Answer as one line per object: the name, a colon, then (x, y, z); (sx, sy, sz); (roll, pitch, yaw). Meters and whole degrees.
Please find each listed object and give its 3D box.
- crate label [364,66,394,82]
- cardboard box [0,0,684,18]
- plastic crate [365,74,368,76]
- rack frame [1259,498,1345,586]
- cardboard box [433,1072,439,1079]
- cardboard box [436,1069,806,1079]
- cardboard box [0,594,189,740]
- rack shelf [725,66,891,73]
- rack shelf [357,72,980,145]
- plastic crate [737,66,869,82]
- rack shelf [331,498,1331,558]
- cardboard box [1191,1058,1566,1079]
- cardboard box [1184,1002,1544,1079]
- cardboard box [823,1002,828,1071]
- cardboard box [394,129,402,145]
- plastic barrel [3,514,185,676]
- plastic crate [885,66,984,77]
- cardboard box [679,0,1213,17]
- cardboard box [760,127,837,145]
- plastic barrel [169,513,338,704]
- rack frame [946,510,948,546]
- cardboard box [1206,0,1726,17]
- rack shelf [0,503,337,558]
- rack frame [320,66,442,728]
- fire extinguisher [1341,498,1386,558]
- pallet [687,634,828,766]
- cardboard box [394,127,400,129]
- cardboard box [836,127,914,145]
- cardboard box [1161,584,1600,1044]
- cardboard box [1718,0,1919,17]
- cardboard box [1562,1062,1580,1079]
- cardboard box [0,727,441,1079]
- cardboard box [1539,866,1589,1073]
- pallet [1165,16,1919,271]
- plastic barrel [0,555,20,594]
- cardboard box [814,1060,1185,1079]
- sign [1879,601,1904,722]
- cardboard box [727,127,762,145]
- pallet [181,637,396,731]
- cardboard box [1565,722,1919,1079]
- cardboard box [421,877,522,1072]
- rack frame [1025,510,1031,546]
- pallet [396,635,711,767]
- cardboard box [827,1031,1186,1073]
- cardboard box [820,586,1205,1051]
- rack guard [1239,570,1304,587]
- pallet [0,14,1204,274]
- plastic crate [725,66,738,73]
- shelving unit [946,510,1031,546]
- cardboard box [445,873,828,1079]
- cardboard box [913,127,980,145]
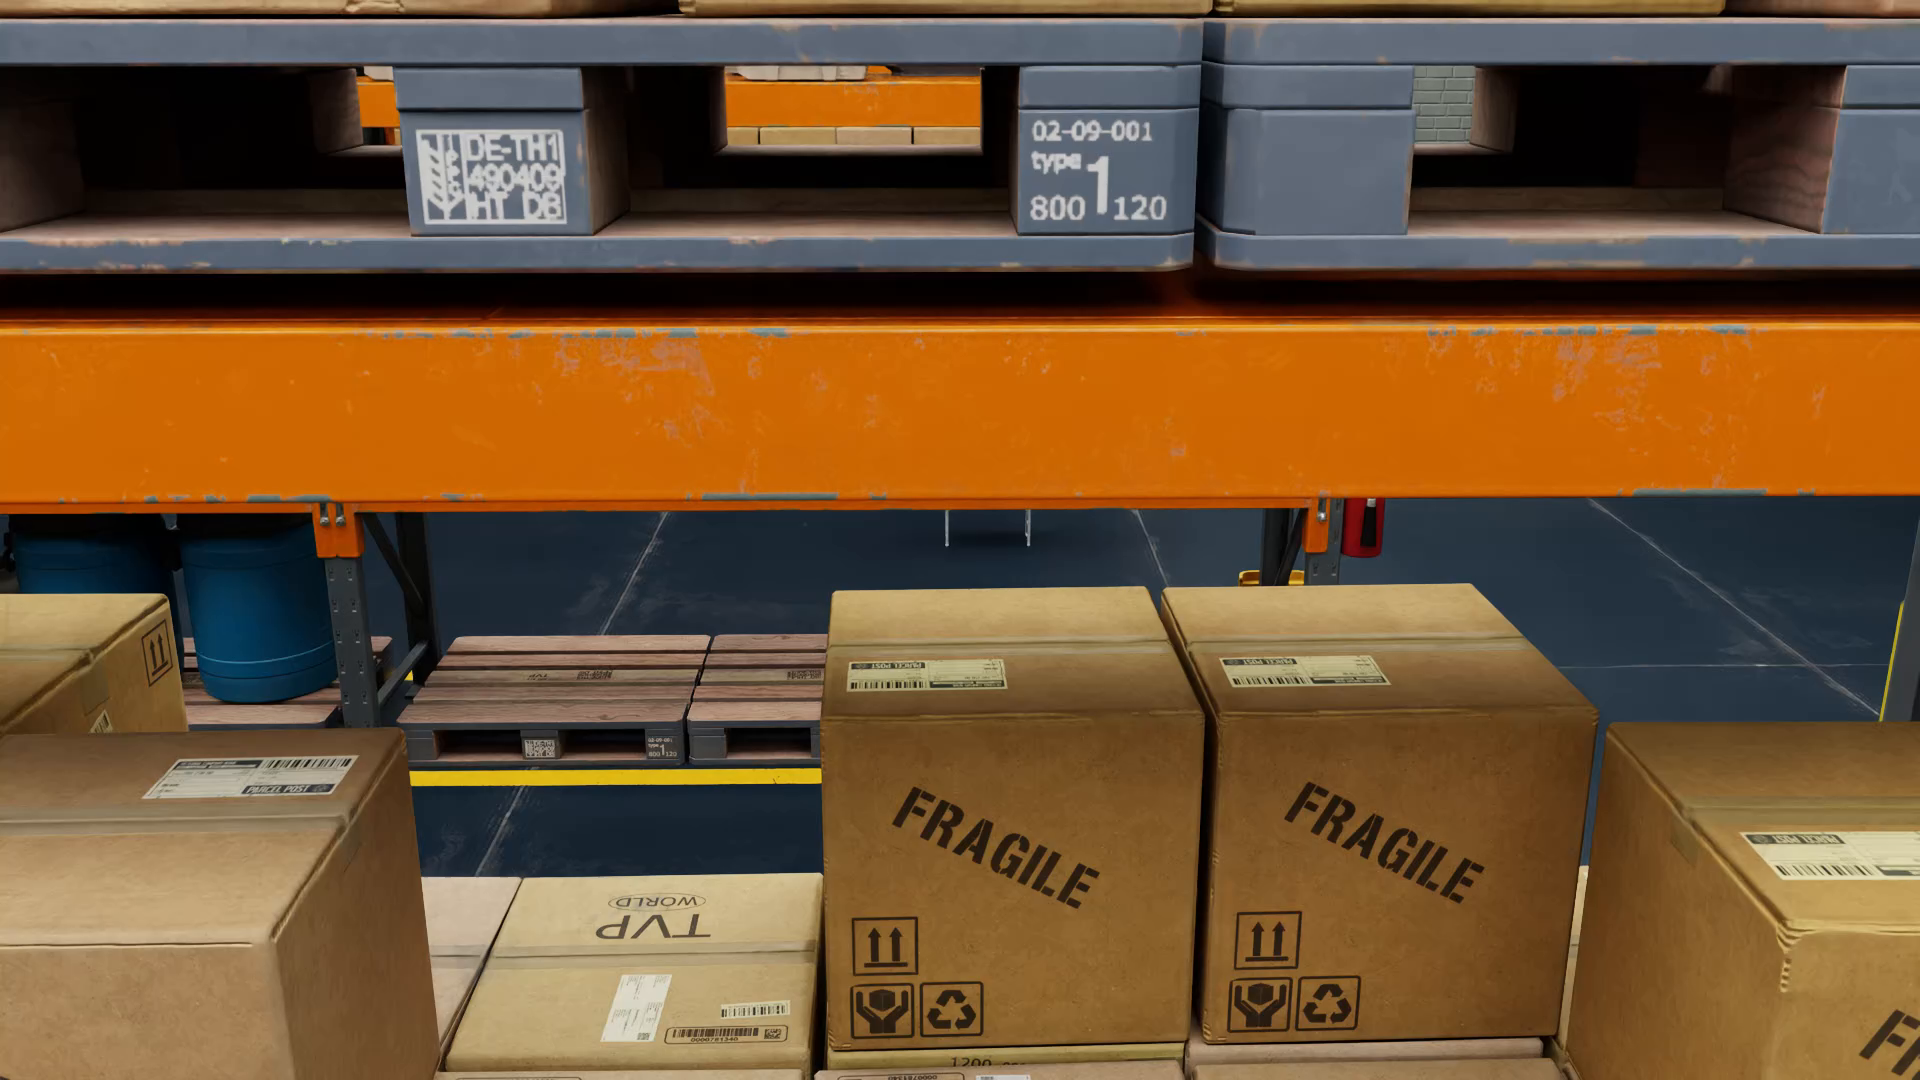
crate label: (-2.023, -1.821, 6.335); (0.466, 0.136, 0.293); (0, 18, -1)
cardboard box: (-0.594, -0.797, 1.697); (0.500, 0.500, 0.700); (1, 18, 2)
plastic crate: (-2.098, -2.026, 6.889); (0.662, 0.188, 0.450); (0, 18, -1)
rack frame: (1.483, -0.623, 7.080); (0.127, 3.000, 1.000); (0, 18, -1)
cardboard box: (-0.949, 0.911, 2.056); (0.500, 0.250, 0.500); (0, 18, 1)
cardboard box: (-0.456, 0.911, 2.056); (0.500, 0.250, 0.500); (0, 18, -1)
cardboard box: (-1.482, 0.396, 2.433); (0.500, 0.500, 0.500); (0, 18, 0)
rack shelf: (-0.592, -3.212, 11.418); (4.000, 0.370, 1.077); (0, 18, -1)
rack shelf: (-0.517, -1.700, 6.702); (4.000, 0.370, 1.077); (0, 18, -1)
plastic crate: (-0.579, -1.840, 6.395); (0.530, 0.136, 0.437); (0, 18, -1)
rack shelf: (-0.517, -0.271, 7.160); (4.000, 0.370, 1.077); (0, 18, -1)
cardboard box: (0.573, 0.905, 2.075); (0.500, 0.250, 0.500); (-1, 18, -2)
cardboard box: (0.557, 0.743, 2.578); (0.500, 0.250, 0.500); (0, 18, -2)
cardboard box: (-0.337, 0.918, 2.688); (0.250, 0.149, 0.380); (-1, 18, -2)
cardboard box: (-5.163, -3.735, 16.098); (0.500, 0.500, 0.500); (0, 18, -1)
plastic barrel: (-3.769, 0.196, 7.274); (0.708, 0.901, 0.600); (0, 18, -1)
plastic crate: (-0.049, -2.099, 6.871); (0.767, 0.338, 0.504); (0, 18, -1)
cardboard box: (-0.039, -0.832, 1.806); (0.500, 0.500, 0.700); (-1, 18, -5)
cardboard box: (-1.086, -2.562, 11.323); (0.500, 0.500, 0.500); (-1, 18, -2)
plastic barrel: (-3.061, 0.192, 7.285); (0.708, 0.901, 0.600); (0, 18, -1)
rack frame: (-0.078, -0.571, 9.863); (0.015, 1.200, 0.240); (0, 18, -1)
cardboard box: (0.477, -0.849, 1.859); (0.500, 0.500, 0.700); (-1, 18, -3)
rack shelf: (-4.517, -0.252, 7.100); (4.000, 0.370, 1.077); (0, 18, -1)
rack frame: (-2.517, -0.604, 7.020); (0.127, 3.000, 1.000); (0, 18, -1)
fire extinguisher: (1.641, -0.271, 6.719); (0.183, 0.674, 0.296); (0, 18, -1)
pallet: (-0.559, 0.701, 7.515); (1.213, 0.211, 1.003); (0, 18, -1)
cardboard box: (-5.177, -4.096, 15.996); (0.500, 0.250, 0.500); (0, 18, 0)
cardboard box: (-0.569, -2.565, 11.332); (0.500, 0.500, 0.500); (0, 18, 1)
cardboard box: (0.577, 0.384, 2.470); (0.500, 0.500, 0.500); (-1, 18, -2)
cardboard box: (1.042, -0.815, 1.753); (0.500, 0.500, 0.700); (-1, 18, -4)
cardboard box: (1.081, 0.902, 2.082); (0.500, 0.250, 0.500); (-1, 18, -2)
cardboard box: (-0.943, 0.553, 1.944); (0.500, 0.500, 0.500); (-1, 18, -3)
cardboard box: (1.077, 0.739, 2.592); (0.500, 0.250, 0.500); (-1, 18, -2)
pallet: (0.819, -0.490, 1.899); (1.213, 0.211, 1.003); (0, 18, -1)
plastic barrel: (-4.335, 0.357, 7.410); (0.421, 0.512, 0.421); (0, 18, 0)
cardboard box: (0.064, 0.907, 2.067); (0.500, 0.250, 0.500); (-1, 18, -3)
sign: (1.558, 0.270, 2.749); (0.005, 0.325, 0.100); (0, 18, -1)
cardboard box: (-1.600, -2.560, 11.316); (0.500, 0.500, 0.500); (-1, 18, -3)
pallet: (-3.289, 0.715, 7.474); (1.213, 0.211, 1.003); (0, 18, -1)
cardboard box: (1.078, 0.545, 1.970); (0.500, 0.500, 0.500); (0, 18, 0)
cardboard box: (-0.974, 0.750, 2.557); (0.500, 0.250, 0.500); (0, 18, 0)
rack frame: (0.409, -0.573, 9.870); (0.015, 1.200, 0.240); (0, 18, -1)
pallet: (-1.782, 0.708, 7.494); (1.213, 0.211, 1.003); (0, 18, -1)
cardboard box: (0.055, 0.745, 2.574); (0.500, 0.250, 0.500); (-1, 18, -3)
cardboard box: (0.059, 0.389, 2.457); (0.500, 0.500, 0.500); (-1, 18, -2)
rack guard: (1.507, 0.563, 7.475); (0.348, 0.500, 1.175); (0, 18, -1)
pallet: (-0.404, -0.483, 1.878); (1.213, 0.211, 1.003); (0, 18, -1)
plastic crate: (-0.738, -2.079, 6.901); (0.530, 0.282, 0.437); (0, 18, -1)
shelving unit: (0.166, -0.572, 9.867); (0.503, 1.200, 0.258); (0, 18, -1)
cardboard box: (-0.467, 0.749, 2.561); (0.500, 0.250, 0.500); (-1, 18, -2)
cardboard box: (-0.056, -2.567, 11.339); (0.500, 0.500, 0.500); (0, 18, 1)
